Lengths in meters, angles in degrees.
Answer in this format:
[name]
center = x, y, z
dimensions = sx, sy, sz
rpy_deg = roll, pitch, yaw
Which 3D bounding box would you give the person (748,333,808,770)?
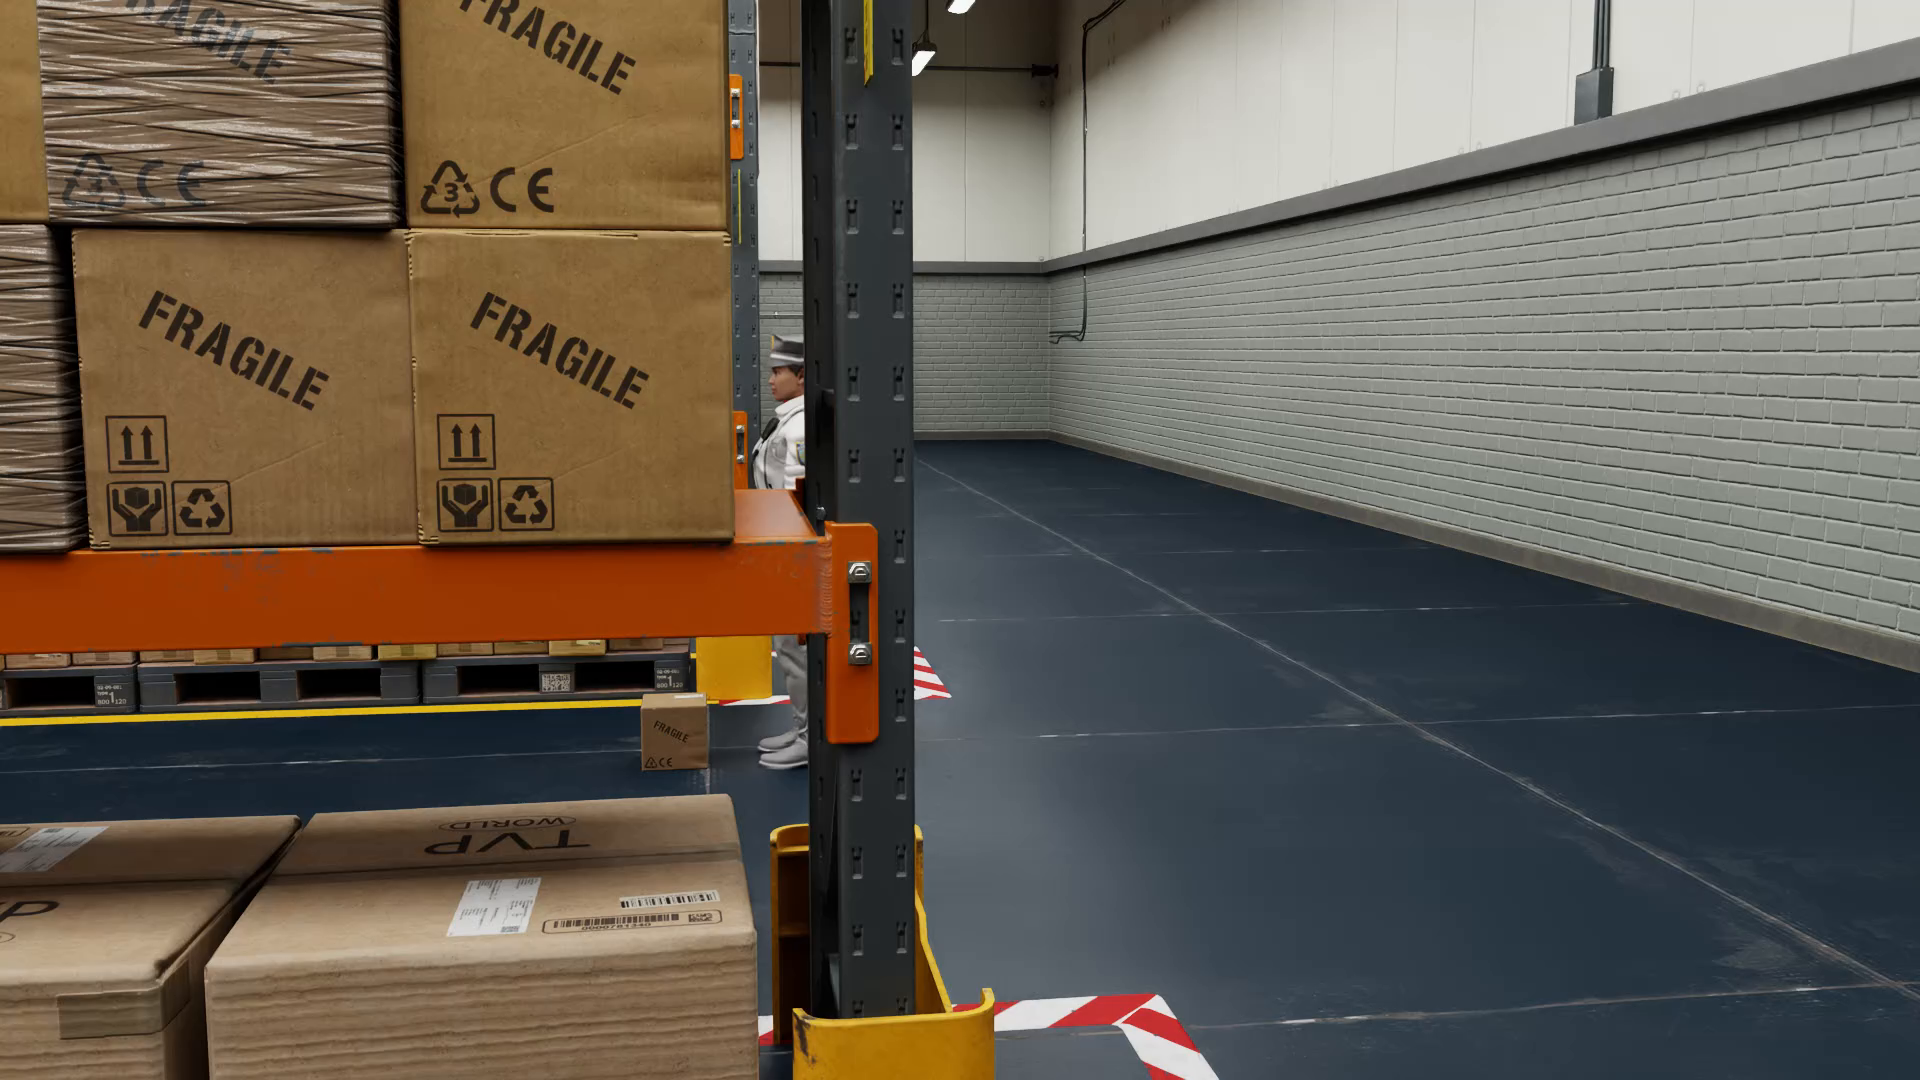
[person]
center = -0.653, 0.038, 6.473
dimensions = 0.336, 1.676, 0.467
rpy_deg = -1, 7, -7
